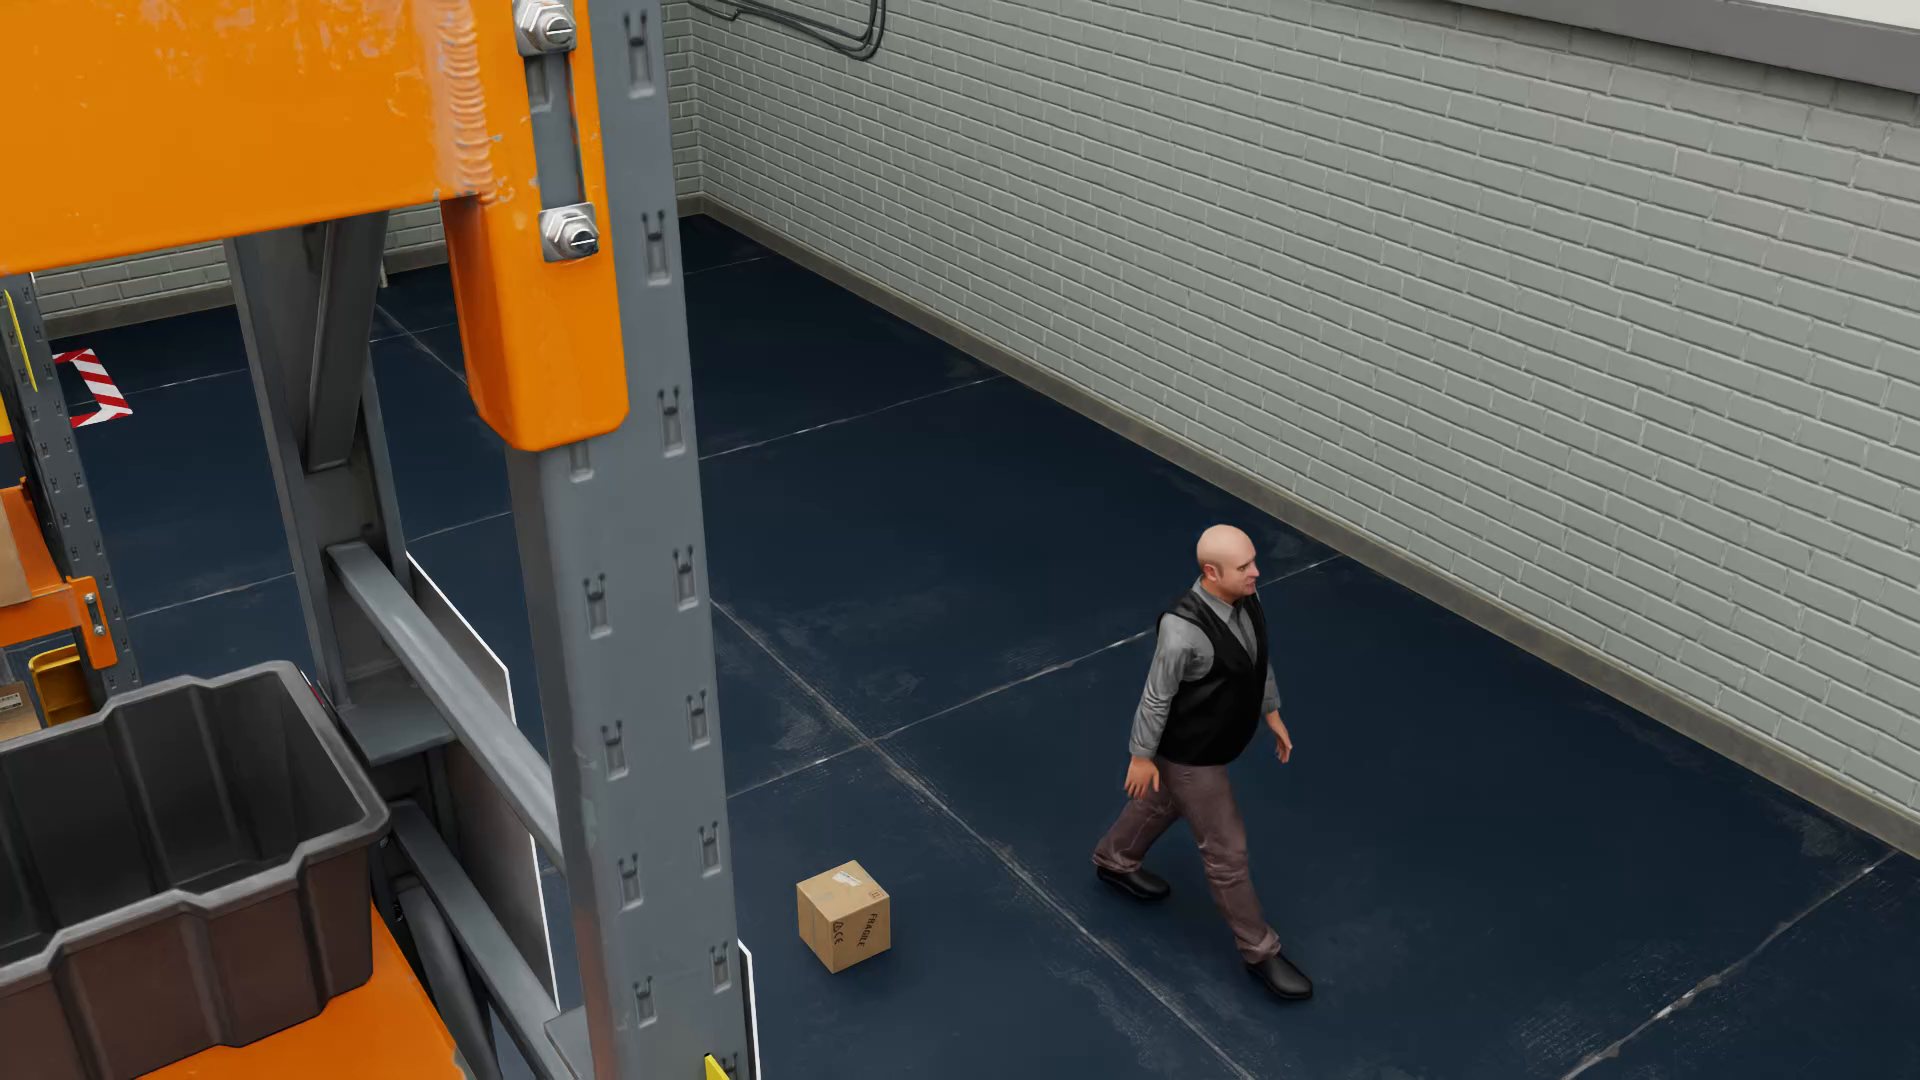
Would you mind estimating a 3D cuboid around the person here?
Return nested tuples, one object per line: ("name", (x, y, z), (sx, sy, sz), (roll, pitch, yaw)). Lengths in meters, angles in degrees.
("person", (0.914, 0.708, 5.816), (0.985, 1.666, 0.585), (17, 33, 28))
